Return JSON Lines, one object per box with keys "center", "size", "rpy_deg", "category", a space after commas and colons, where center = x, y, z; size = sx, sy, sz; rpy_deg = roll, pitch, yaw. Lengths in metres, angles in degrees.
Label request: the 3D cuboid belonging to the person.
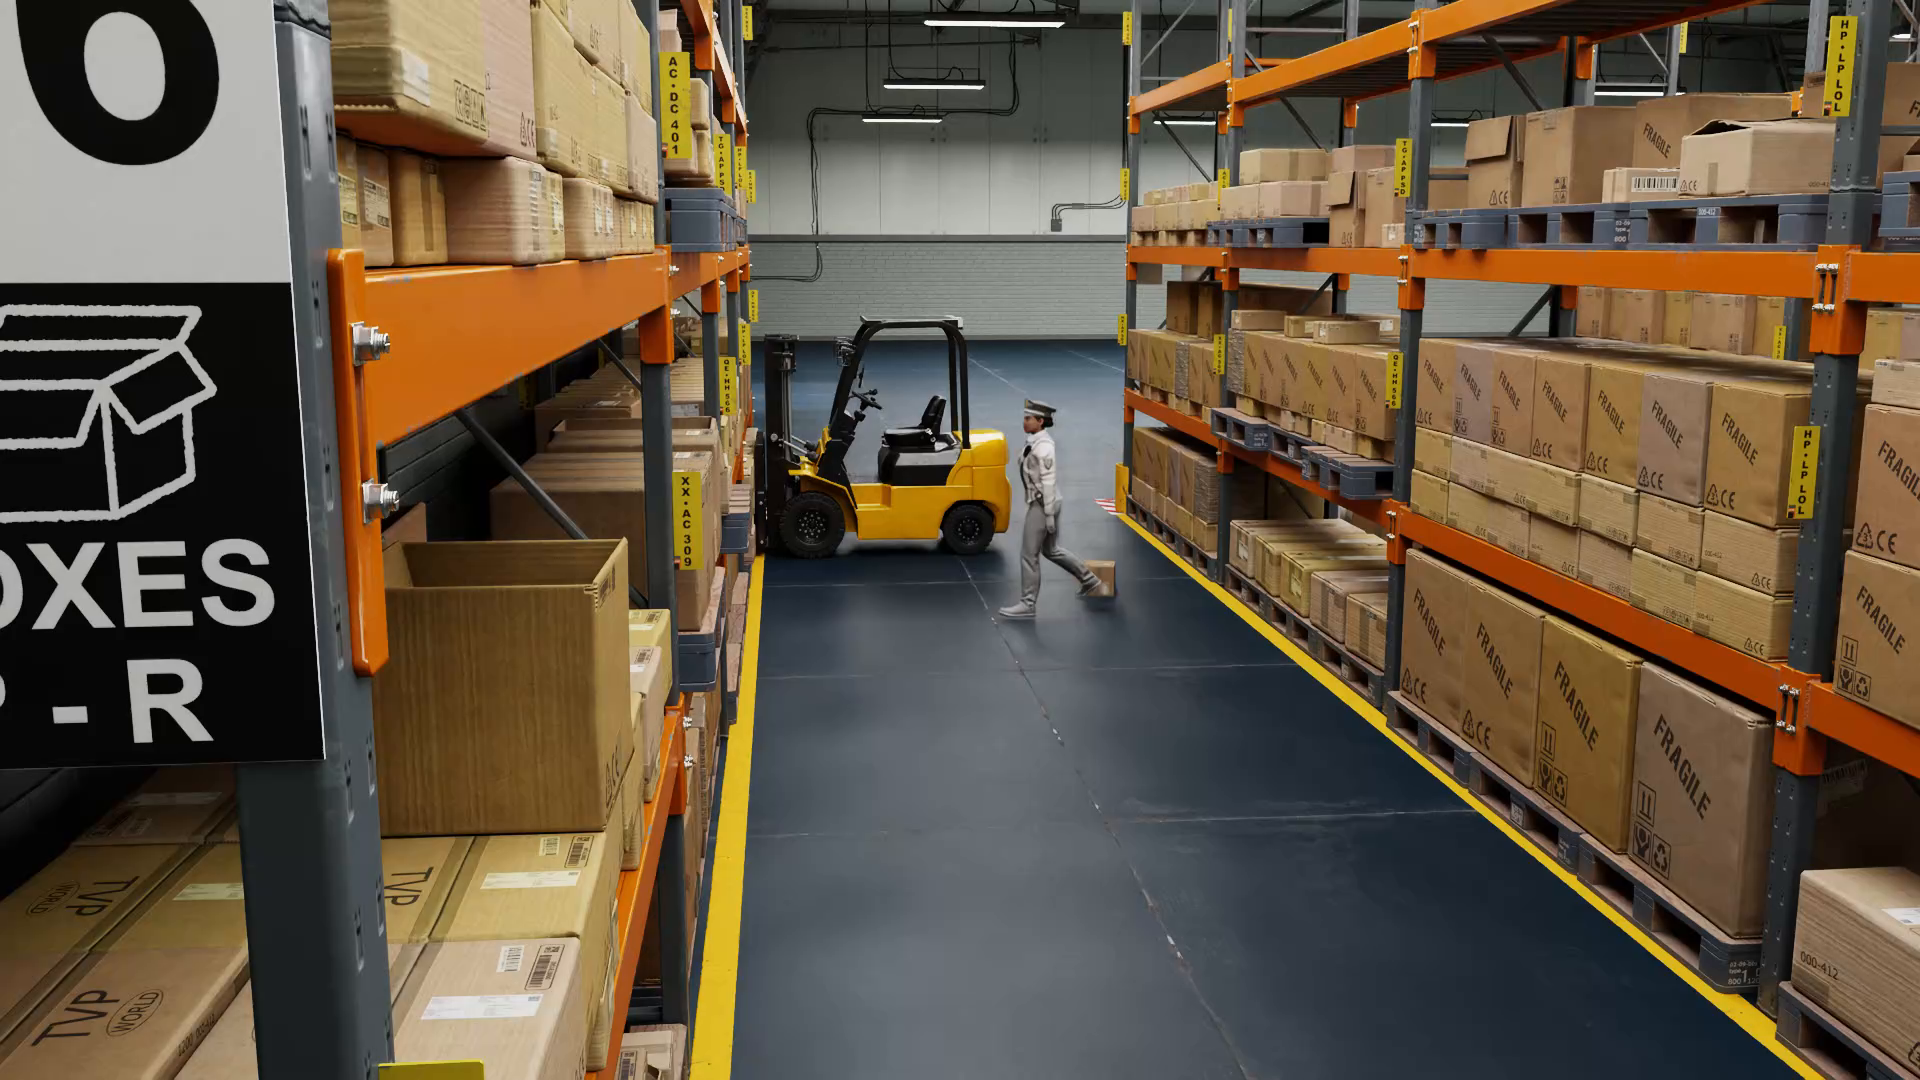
{"center": [0.700, -0.258, 12.718], "size": [0.821, 1.663, 0.532], "rpy_deg": [0, 10, -3], "category": "person"}
